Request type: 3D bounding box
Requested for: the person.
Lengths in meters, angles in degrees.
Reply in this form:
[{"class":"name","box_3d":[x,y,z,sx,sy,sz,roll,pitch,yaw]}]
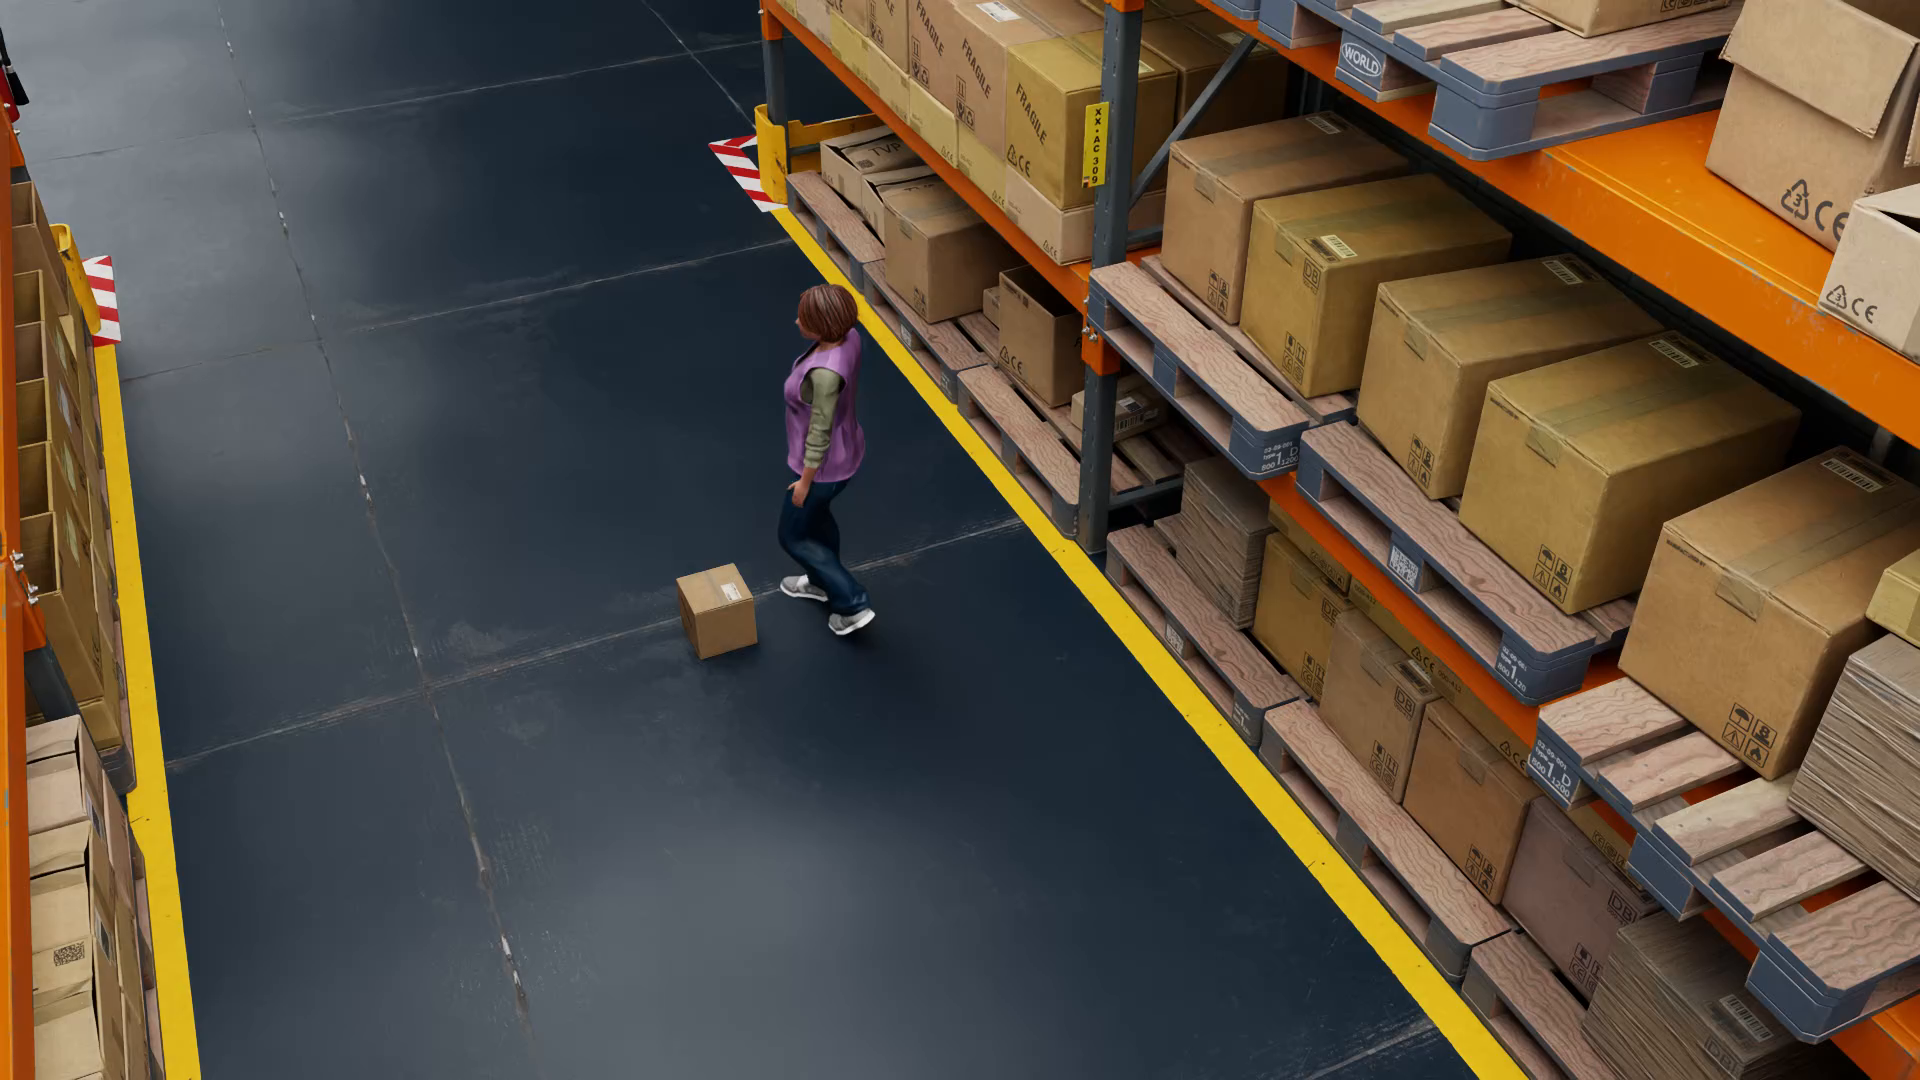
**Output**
[{"class":"person","box_3d":[-0.557,-0.322,6.580,0.491,1.588,0.443,7,38,9]}]
